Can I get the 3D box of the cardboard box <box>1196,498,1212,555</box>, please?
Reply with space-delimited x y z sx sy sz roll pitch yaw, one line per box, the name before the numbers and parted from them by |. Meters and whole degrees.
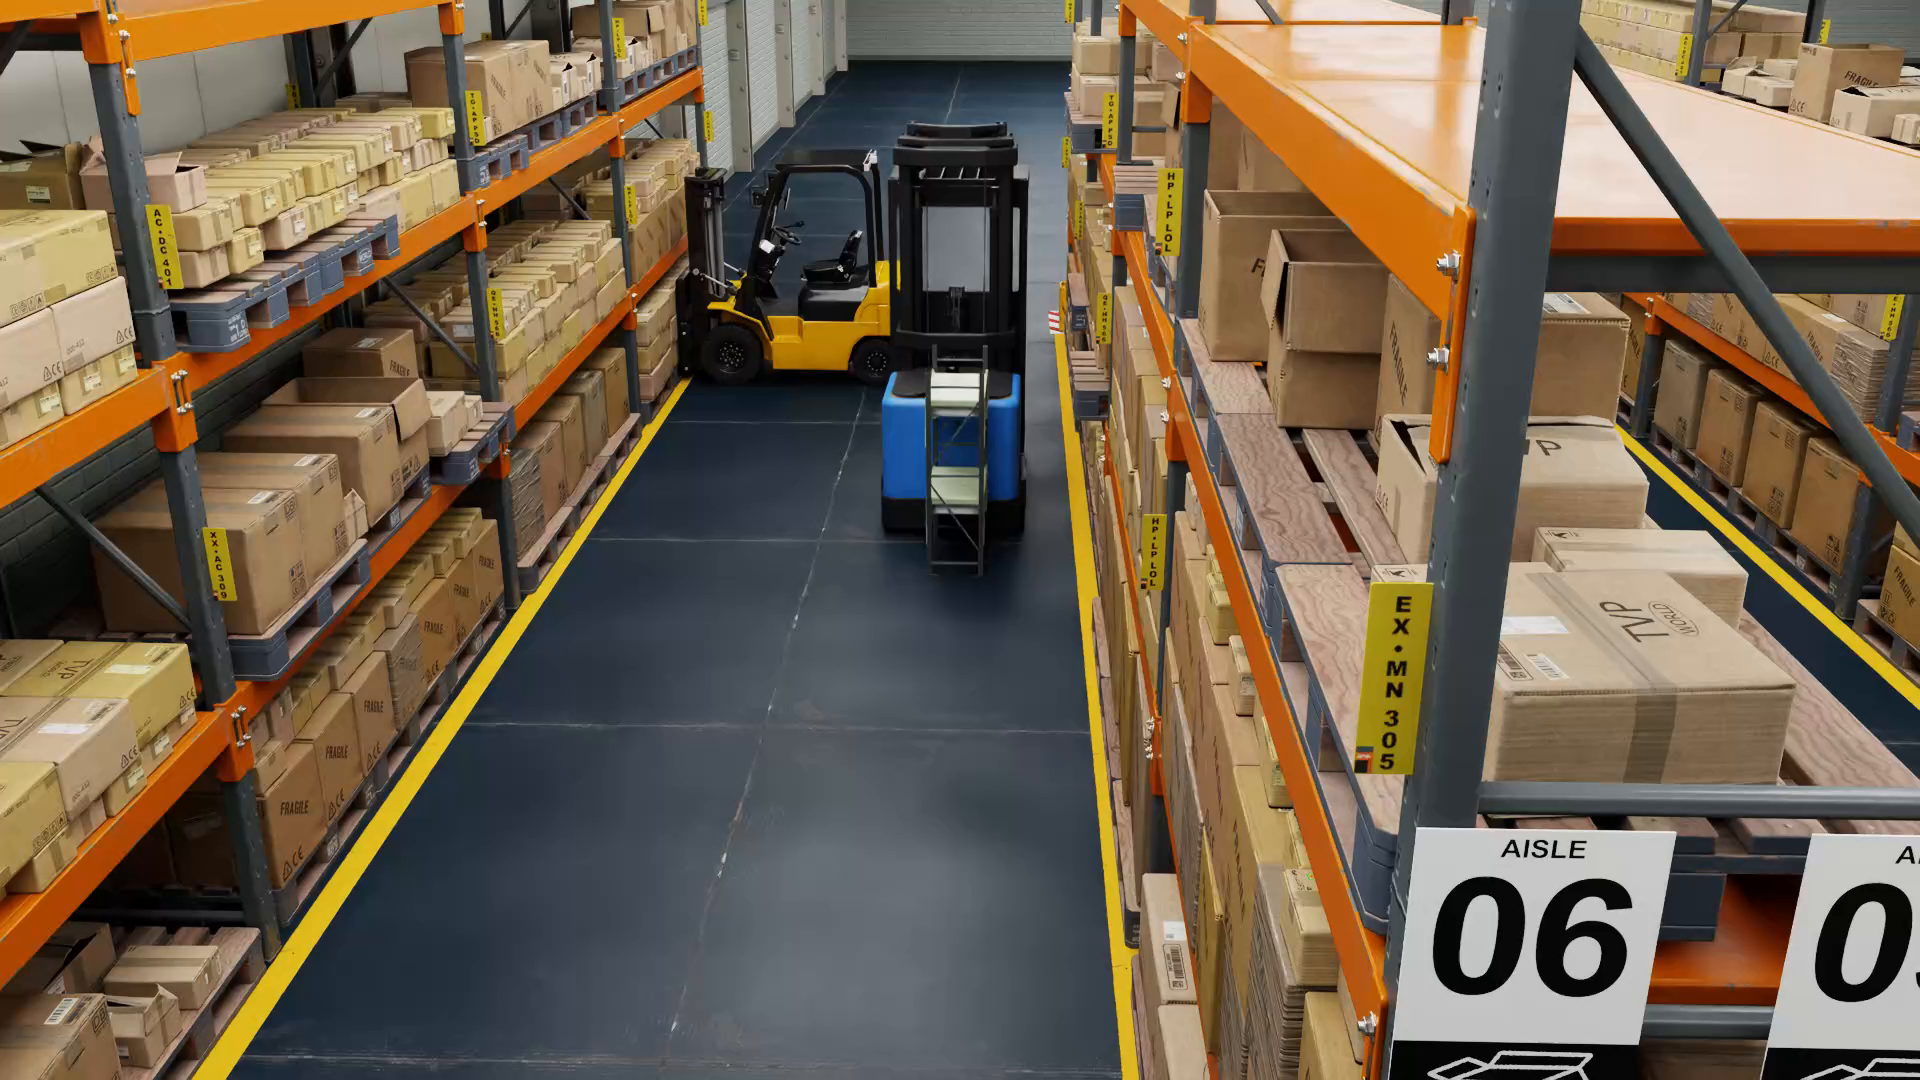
cardboard box | 1.073 -0.055 6.108 0.380 0.149 0.250 1 21 2

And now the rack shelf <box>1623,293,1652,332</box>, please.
rack shelf | 6.588 -2.707 16.353 1.077 0.370 4.000 1 21 2

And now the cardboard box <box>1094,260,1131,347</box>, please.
cardboard box | 1.196 -1.626 11.443 0.500 0.500 0.500 0 21 1

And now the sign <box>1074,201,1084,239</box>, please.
sign | 1.034 -2.744 14.257 0.100 0.325 0.005 1 21 2

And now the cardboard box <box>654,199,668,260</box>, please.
cardboard box | -3.097 -2.966 15.888 0.500 0.500 0.500 0 21 1

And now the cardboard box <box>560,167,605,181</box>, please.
cardboard box | -3.606 -3.459 15.851 0.380 0.149 0.250 0 21 1

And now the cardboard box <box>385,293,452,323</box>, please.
cardboard box | -3.734 -1.602 11.475 0.380 0.149 0.250 1 21 2

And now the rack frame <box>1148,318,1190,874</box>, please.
rack frame | 1.333 0.556 6.950 1.000 3.000 0.127 1 21 2

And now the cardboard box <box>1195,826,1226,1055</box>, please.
cardboard box | 1.001 1.224 5.090 0.500 0.500 0.500 1 21 3

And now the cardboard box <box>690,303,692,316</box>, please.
cardboard box | -2.986 -2.436 17.189 0.500 0.250 0.500 0 21 0

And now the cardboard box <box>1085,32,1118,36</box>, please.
cardboard box | 1.340 -4.577 15.276 0.380 0.149 0.250 1 21 2

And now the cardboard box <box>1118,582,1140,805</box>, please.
cardboard box | 1.292 0.799 8.680 0.875 0.875 0.875 1 21 3

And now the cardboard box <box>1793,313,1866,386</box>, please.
cardboard box | 6.168 -1.265 11.505 0.500 0.500 0.500 1 21 2

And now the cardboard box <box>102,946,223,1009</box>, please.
cardboard box | -3.352 1.840 7.000 0.380 0.149 0.250 0 21 0

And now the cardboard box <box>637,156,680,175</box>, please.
cardboard box | -3.002 -3.730 16.548 0.380 0.149 0.250 1 21 3

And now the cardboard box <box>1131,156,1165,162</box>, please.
cardboard box | 1.254 -2.378 10.712 0.380 0.149 0.250 1 21 2

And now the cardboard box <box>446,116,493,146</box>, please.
cardboard box | -3.192 -2.598 10.537 0.380 0.166 0.250 1 21 2

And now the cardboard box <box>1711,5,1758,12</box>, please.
cardboard box | 6.907 -4.711 14.903 0.380 0.149 0.250 1 21 2

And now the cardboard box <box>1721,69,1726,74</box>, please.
cardboard box | 6.893 -4.154 14.571 0.380 0.149 0.250 1 21 2

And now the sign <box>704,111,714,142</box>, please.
sign | -2.721 -4.476 17.989 0.100 0.325 0.005 1 21 2

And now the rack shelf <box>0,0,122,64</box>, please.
rack shelf | -3.689 -1.234 4.269 1.077 0.370 4.000 1 21 2

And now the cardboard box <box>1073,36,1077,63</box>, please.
cardboard box | 1.392 -4.889 16.633 0.500 0.250 0.500 0 21 1

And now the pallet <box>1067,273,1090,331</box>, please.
pallet | 1.408 -1.973 13.732 1.003 0.211 1.213 1 21 2

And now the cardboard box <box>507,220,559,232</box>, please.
cardboard box | -3.610 -2.614 14.085 0.380 0.149 0.250 0 21 0

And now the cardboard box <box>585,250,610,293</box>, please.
cardboard box | -3.153 -2.187 13.534 0.500 0.250 0.500 0 21 0

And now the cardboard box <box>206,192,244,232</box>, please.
cardboard box | -3.244 -1.360 6.959 0.380 0.149 0.250 1 21 3

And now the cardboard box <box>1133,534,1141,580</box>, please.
cardboard box | 1.146 0.094 8.347 0.500 0.250 0.500 0 21 0

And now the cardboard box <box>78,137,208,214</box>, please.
cardboard box | -3.270 -1.458 6.638 0.396 0.266 0.258 0 21 1

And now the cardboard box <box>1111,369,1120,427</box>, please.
cardboard box | 1.193 -0.873 10.149 0.500 0.250 0.500 0 21 1

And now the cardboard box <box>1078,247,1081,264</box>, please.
cardboard box | 1.309 -2.707 15.705 0.380 0.149 0.250 0 21 1

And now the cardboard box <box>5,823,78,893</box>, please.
cardboard box | -3.370 1.113 5.860 0.380 0.149 0.250 0 21 1

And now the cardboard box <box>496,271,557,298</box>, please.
cardboard box | -3.174 -1.872 12.171 0.380 0.149 0.250 1 21 3

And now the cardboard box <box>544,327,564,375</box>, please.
cardboard box | -3.220 -1.400 12.197 0.500 0.250 0.500 0 21 0

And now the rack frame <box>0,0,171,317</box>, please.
rack frame | -3.628 -2.294 6.002 1.000 3.000 0.127 1 21 2

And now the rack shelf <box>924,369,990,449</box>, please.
rack shelf | -0.018 -0.935 11.785 0.431 0.370 0.720 1 21 3

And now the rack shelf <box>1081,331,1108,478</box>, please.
rack shelf | 1.516 -1.278 12.671 1.077 0.370 4.000 1 21 2

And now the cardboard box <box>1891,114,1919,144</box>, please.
cardboard box | 6.204 -2.623 10.601 0.380 0.166 0.250 1 21 2

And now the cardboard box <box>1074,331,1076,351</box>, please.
cardboard box | 1.340 -2.001 15.724 0.500 0.500 0.500 1 21 3

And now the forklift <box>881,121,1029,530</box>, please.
forklift | -0.003 -1.927 13.443 1.130 2.935 3.031 1 21 3

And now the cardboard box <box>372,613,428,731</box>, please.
cardboard box | -3.341 0.739 9.352 0.500 0.500 0.500 0 21 0

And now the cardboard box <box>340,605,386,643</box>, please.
cardboard box | -3.395 0.472 9.144 0.380 0.149 0.250 1 21 2

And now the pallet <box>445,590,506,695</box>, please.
pallet | -3.567 0.626 10.625 1.003 0.211 1.213 1 21 2

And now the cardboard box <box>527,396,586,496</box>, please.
cardboard box | -3.442 -0.738 12.986 0.875 0.625 0.625 0 21 -1

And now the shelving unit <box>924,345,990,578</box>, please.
shelving unit | -0.018 -0.571 11.926 0.431 1.500 0.755 1 21 3

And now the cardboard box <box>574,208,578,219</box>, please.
cardboard box | -3.659 -2.949 14.948 0.380 0.149 0.250 0 21 0

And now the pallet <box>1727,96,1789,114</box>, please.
pallet | 6.549 -3.296 12.995 0.805 0.209 1.217 0 21 -1

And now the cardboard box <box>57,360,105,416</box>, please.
cardboard box | -3.354 -0.557 6.019 0.380 0.149 0.250 1 21 1

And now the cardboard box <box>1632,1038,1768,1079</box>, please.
cardboard box | 1.499 1.061 3.229 0.380 0.149 0.250 1 21 3

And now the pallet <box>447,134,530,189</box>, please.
pallet | -3.575 -2.501 10.941 1.213 0.211 1.003 2 21 4

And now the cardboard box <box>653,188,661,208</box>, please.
cardboard box | -3.035 -3.223 15.653 0.380 0.149 0.250 0 21 1

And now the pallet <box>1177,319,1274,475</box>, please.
pallet | 1.298 -0.506 5.661 1.003 0.211 1.213 1 21 2

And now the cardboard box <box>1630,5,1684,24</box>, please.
cardboard box | 6.250 -4.716 14.917 0.380 0.149 0.250 1 21 2

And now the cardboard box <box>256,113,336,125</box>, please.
cardboard box | -3.831 -2.375 9.602 0.380 0.149 0.250 1 21 2

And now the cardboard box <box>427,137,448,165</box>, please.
cardboard box | -3.277 -2.327 9.890 0.380 0.149 0.250 1 21 3
